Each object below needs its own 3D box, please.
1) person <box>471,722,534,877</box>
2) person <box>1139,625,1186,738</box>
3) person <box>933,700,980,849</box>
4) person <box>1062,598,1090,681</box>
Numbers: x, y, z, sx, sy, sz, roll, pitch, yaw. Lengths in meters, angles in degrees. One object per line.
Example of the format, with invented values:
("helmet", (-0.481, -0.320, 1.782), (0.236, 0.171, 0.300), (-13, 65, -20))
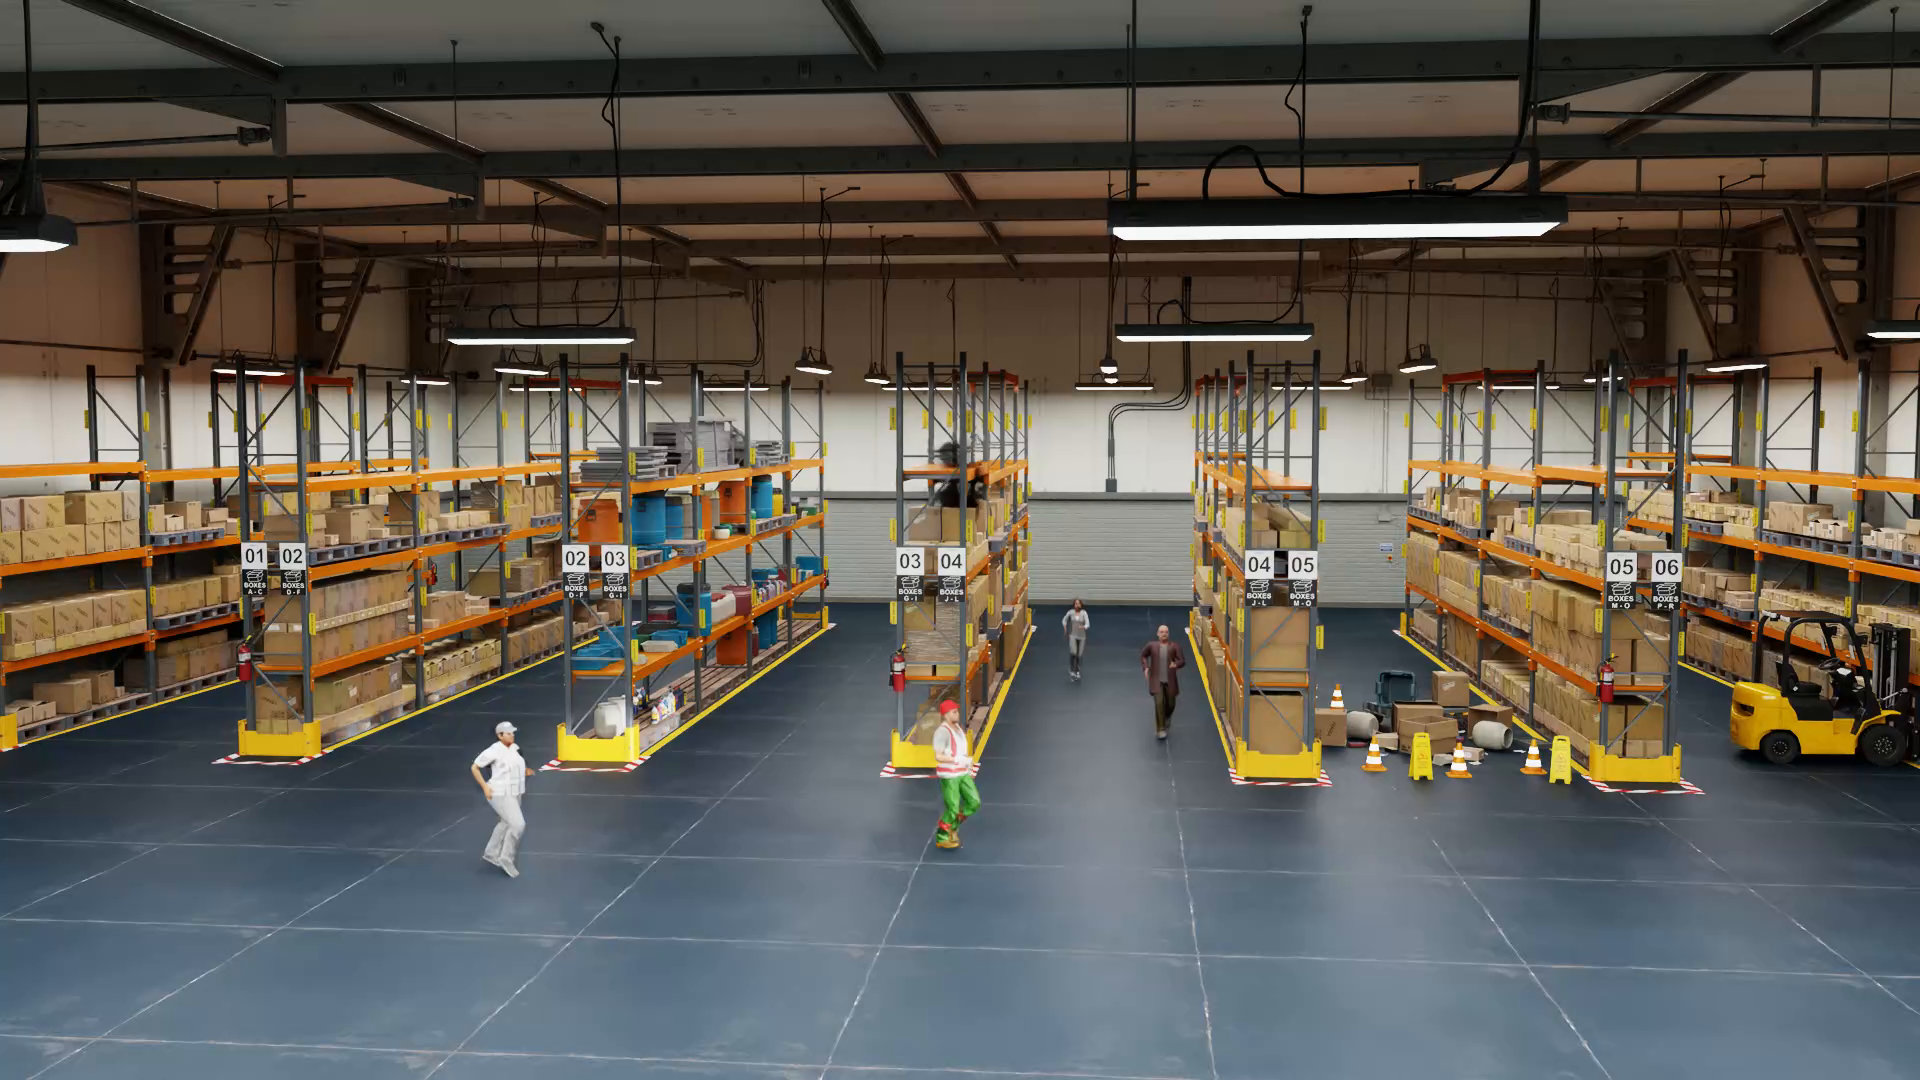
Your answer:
("person", (-5.032, 2.875, 18.468), (0.706, 1.706, 0.574), (1, 4, 18))
("person", (3.232, 2.236, 26.508), (0.719, 1.752, 0.980), (0, 4, 2))
("person", (-0.021, 2.737, 19.366), (0.604, 1.750, 0.640), (3, 5, 33))
("person", (2.248, 1.920, 32.114), (0.505, 1.597, 0.666), (0, 4, -4))
